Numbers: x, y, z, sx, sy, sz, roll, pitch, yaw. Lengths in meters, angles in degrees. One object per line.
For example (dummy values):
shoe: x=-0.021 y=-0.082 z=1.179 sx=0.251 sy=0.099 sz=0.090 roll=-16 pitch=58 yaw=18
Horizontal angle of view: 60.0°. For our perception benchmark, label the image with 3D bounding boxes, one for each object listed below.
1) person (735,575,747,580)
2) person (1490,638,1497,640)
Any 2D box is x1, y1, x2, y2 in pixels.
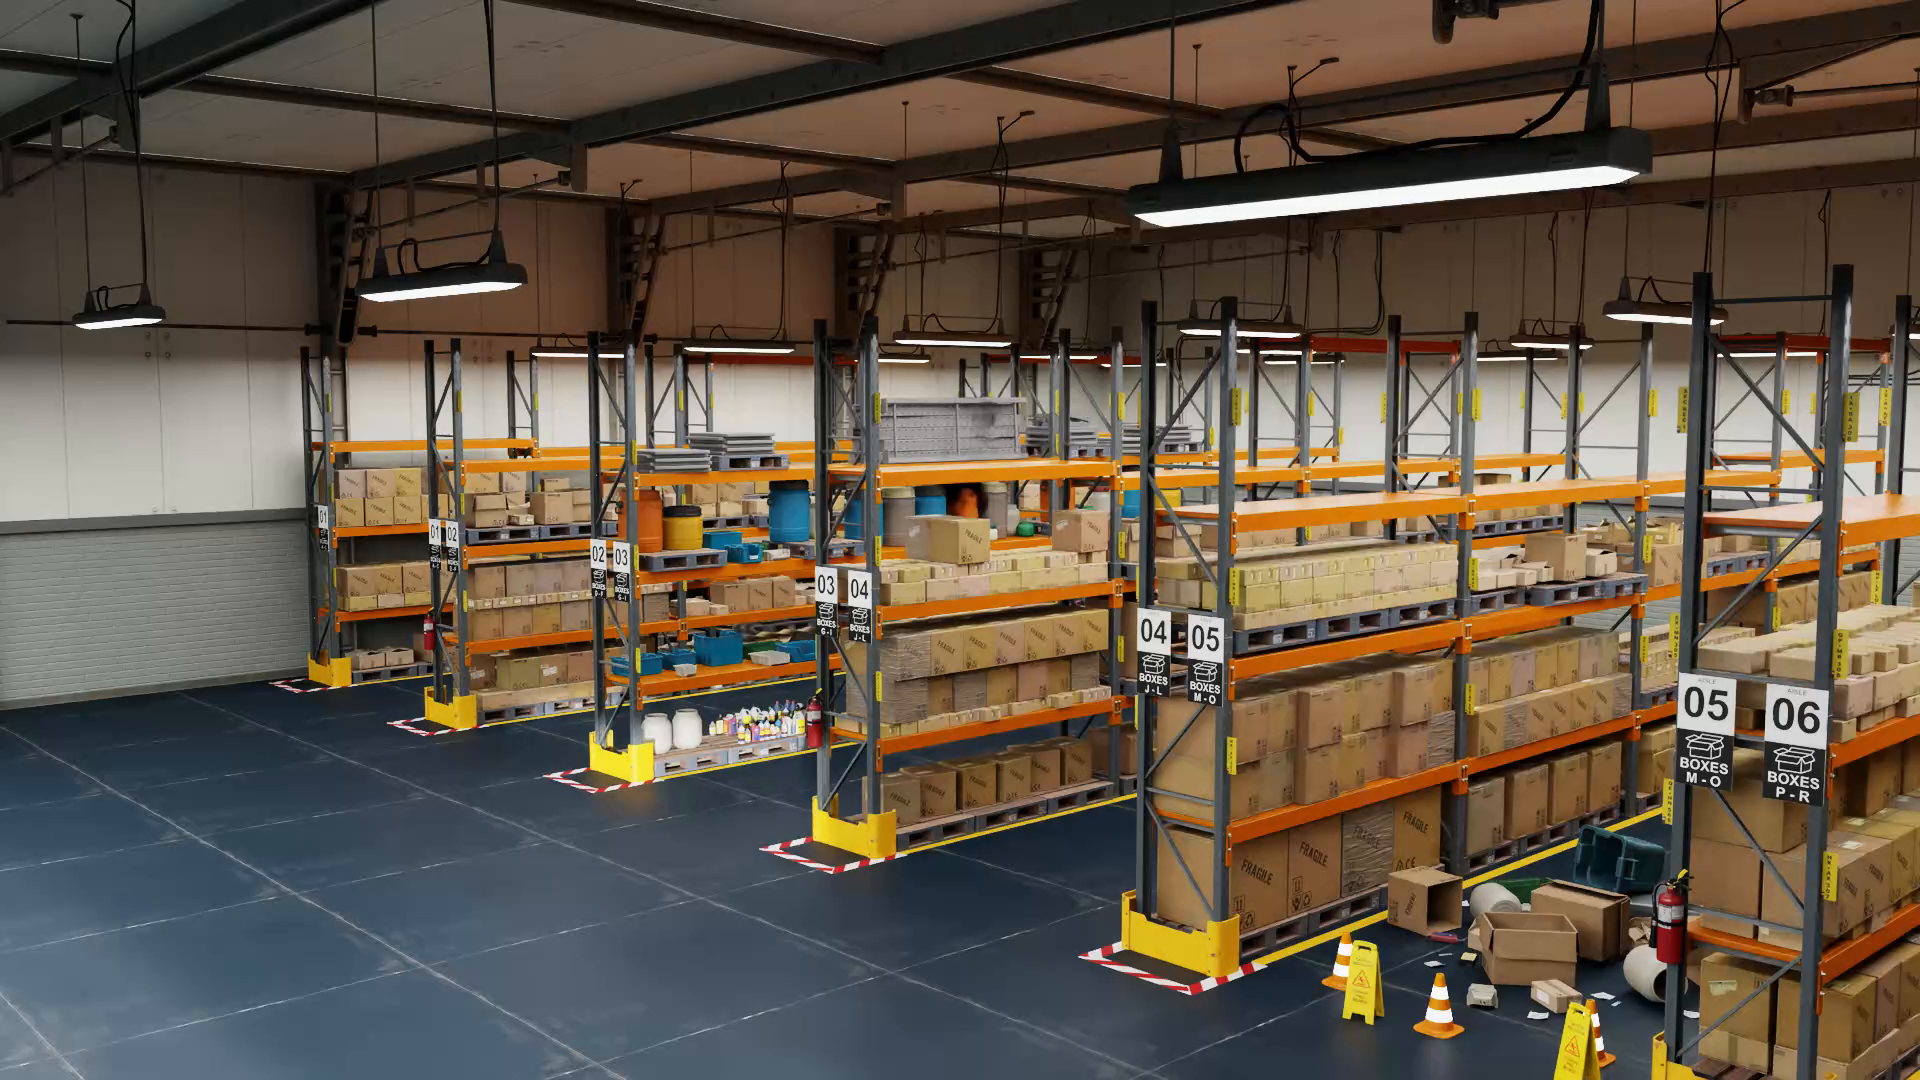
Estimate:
person: x=-4.204 y=1.407 z=32.889 sx=0.745 sy=1.835 sz=0.704 roll=-5 pitch=7 yaw=-43
person: x=7.497 y=1.815 z=23.383 sx=0.518 sy=0.869 sz=0.674 roll=-5 pitch=7 yaw=-44
